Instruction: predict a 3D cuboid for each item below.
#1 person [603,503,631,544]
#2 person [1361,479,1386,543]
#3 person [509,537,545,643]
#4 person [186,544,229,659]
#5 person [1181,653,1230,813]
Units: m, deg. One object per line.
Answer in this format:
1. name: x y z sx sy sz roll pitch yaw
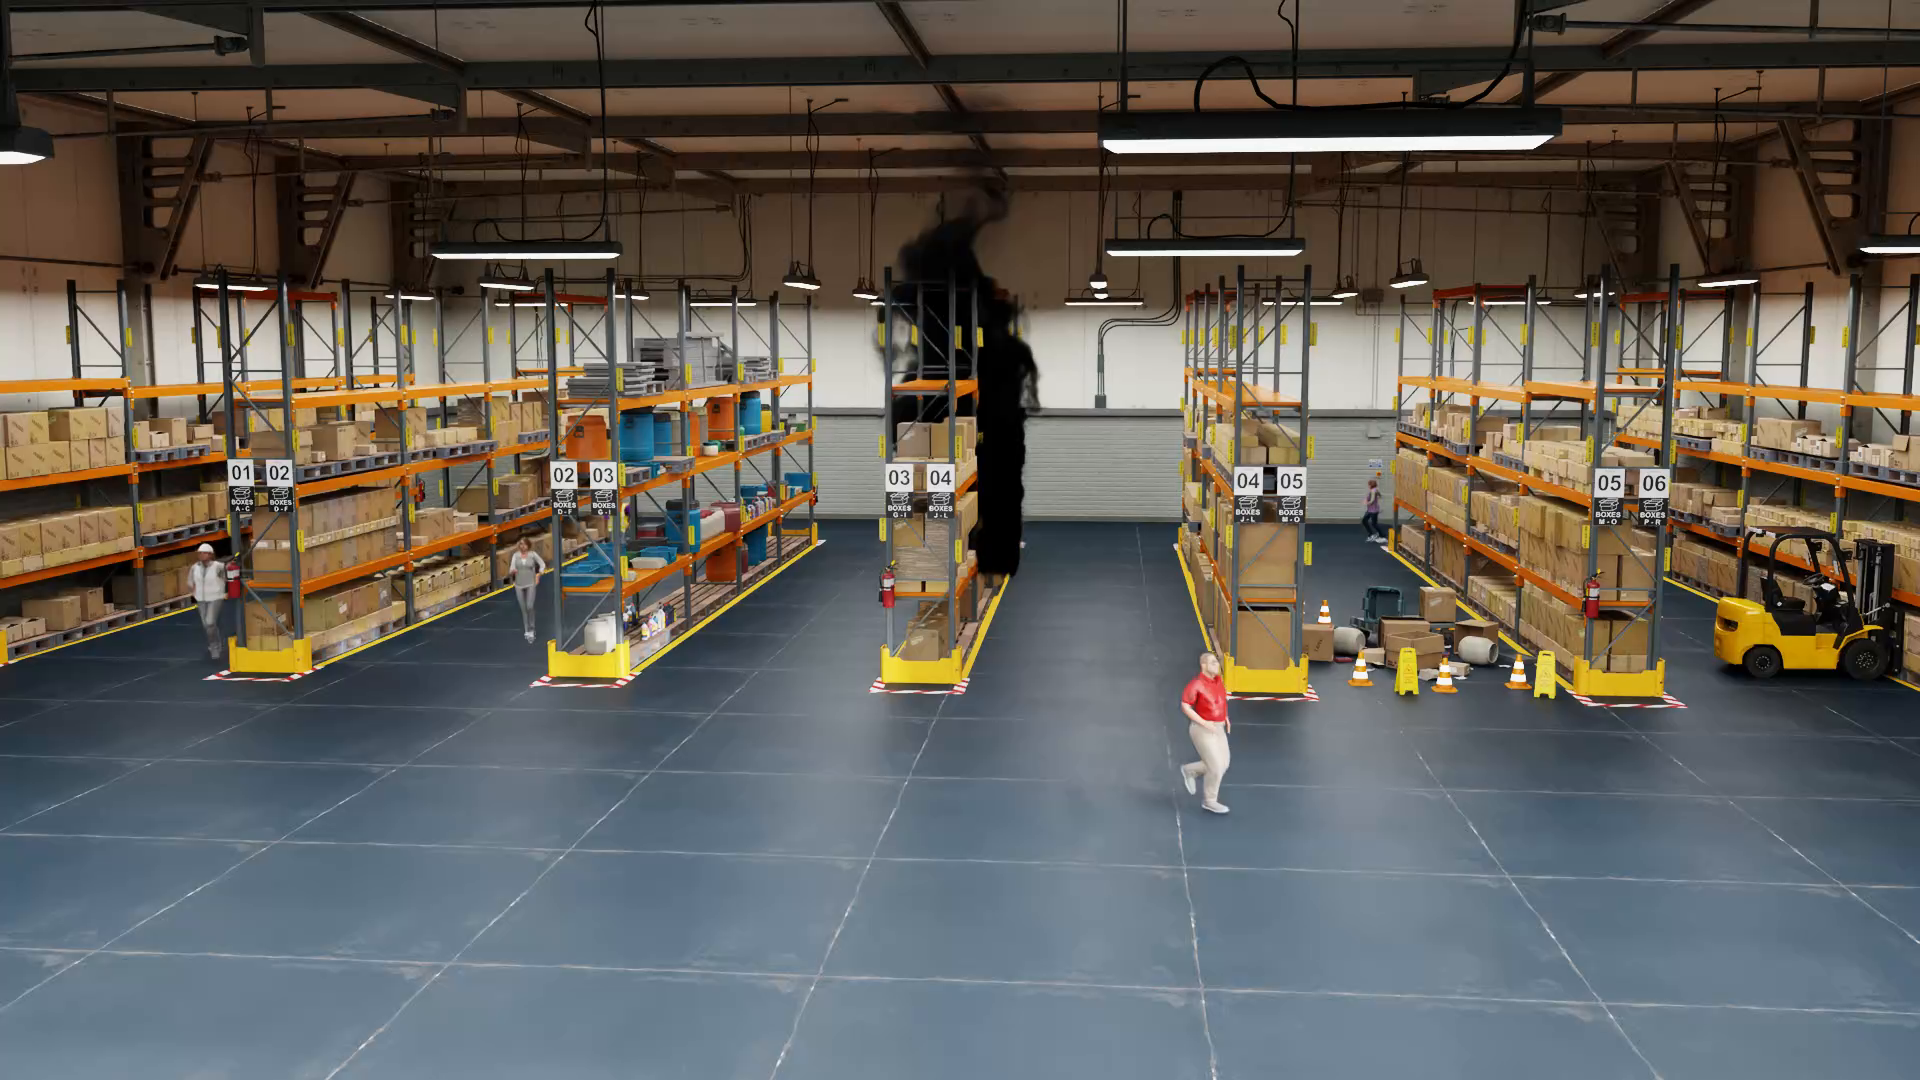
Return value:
1. person: -7.340 -0.188 35.716 0.679 1.719 0.576 0 7 3
2. person: 10.089 -0.690 40.478 0.633 1.591 0.558 1 7 5
3. person: -6.787 0.780 26.015 0.515 1.657 0.633 0 7 -1
4. person: -11.798 0.974 26.150 0.675 1.850 0.748 0 7 3
5. person: 2.603 2.025 17.688 0.653 1.682 0.686 6 9 41
